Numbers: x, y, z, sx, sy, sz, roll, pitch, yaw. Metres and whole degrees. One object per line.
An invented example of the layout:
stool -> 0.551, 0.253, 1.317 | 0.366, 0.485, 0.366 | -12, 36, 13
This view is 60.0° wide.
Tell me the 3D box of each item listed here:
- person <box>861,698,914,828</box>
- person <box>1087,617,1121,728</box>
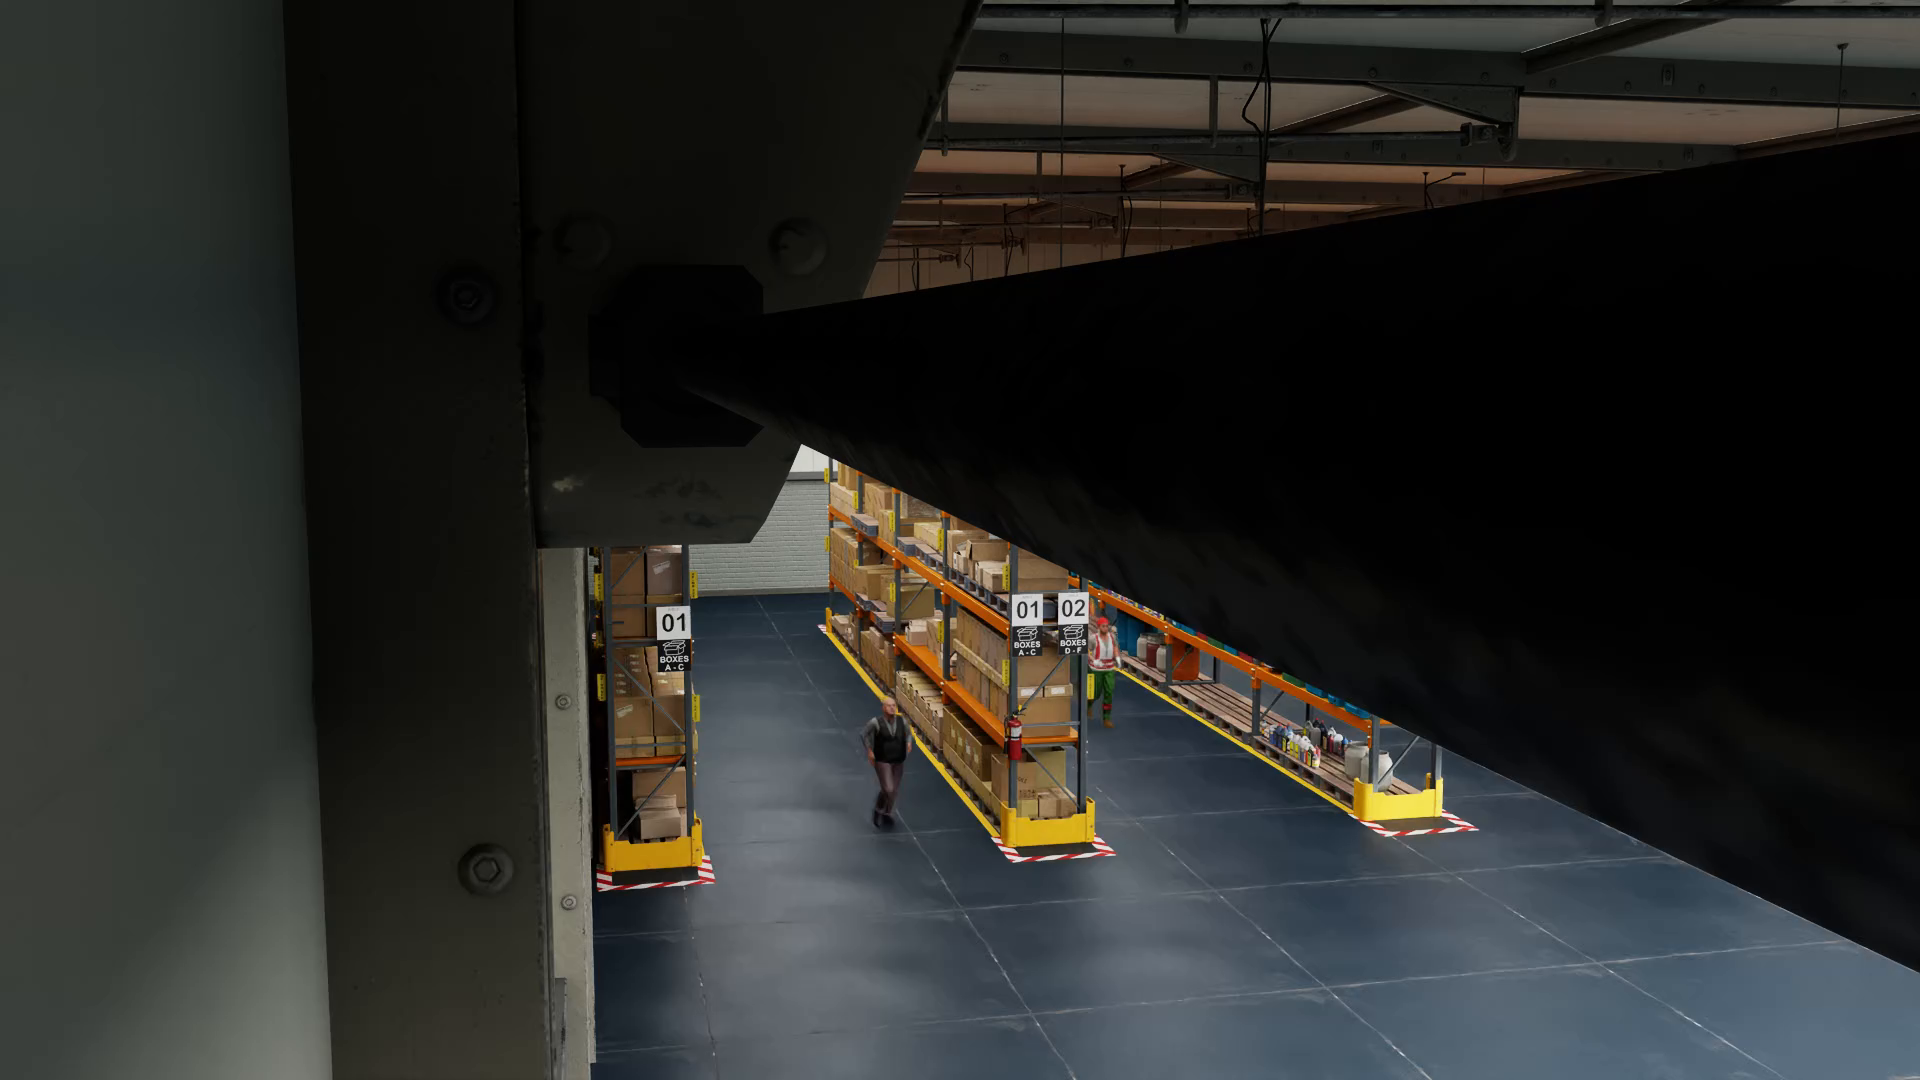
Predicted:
person -> -0.900, 2.905, 21.688 | 0.661, 1.708, 0.677 | -3, 8, -25
person -> 2.344, 2.158, 27.507 | 0.686, 1.792, 0.839 | -2, 7, -19
